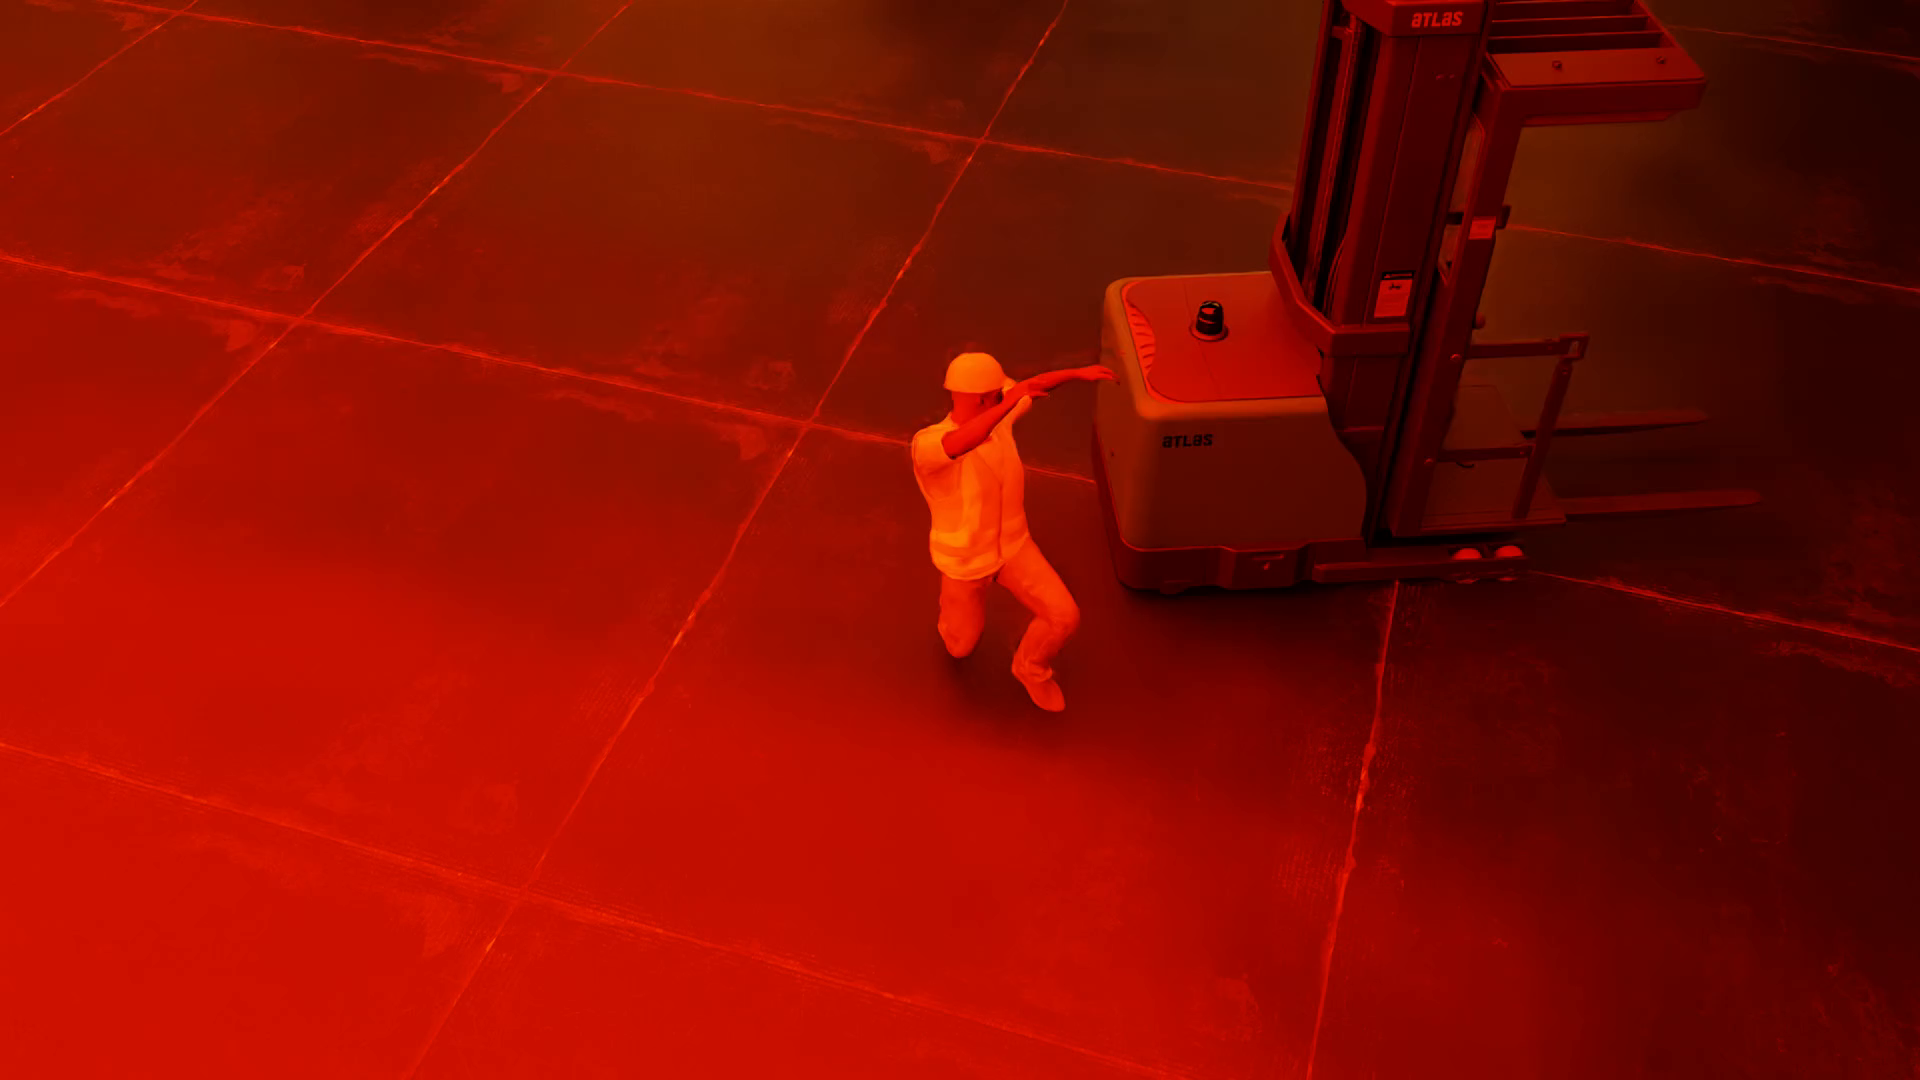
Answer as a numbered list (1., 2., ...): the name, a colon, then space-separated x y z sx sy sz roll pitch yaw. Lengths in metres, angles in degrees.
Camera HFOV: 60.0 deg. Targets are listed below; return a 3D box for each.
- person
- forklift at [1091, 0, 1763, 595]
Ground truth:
1. person: 0.382 -0.105 6.868 1.103 1.531 0.898 -23 48 -23
2. forklift: 2.188 -1.232 7.014 3.031 2.935 1.130 -3 43 -3
